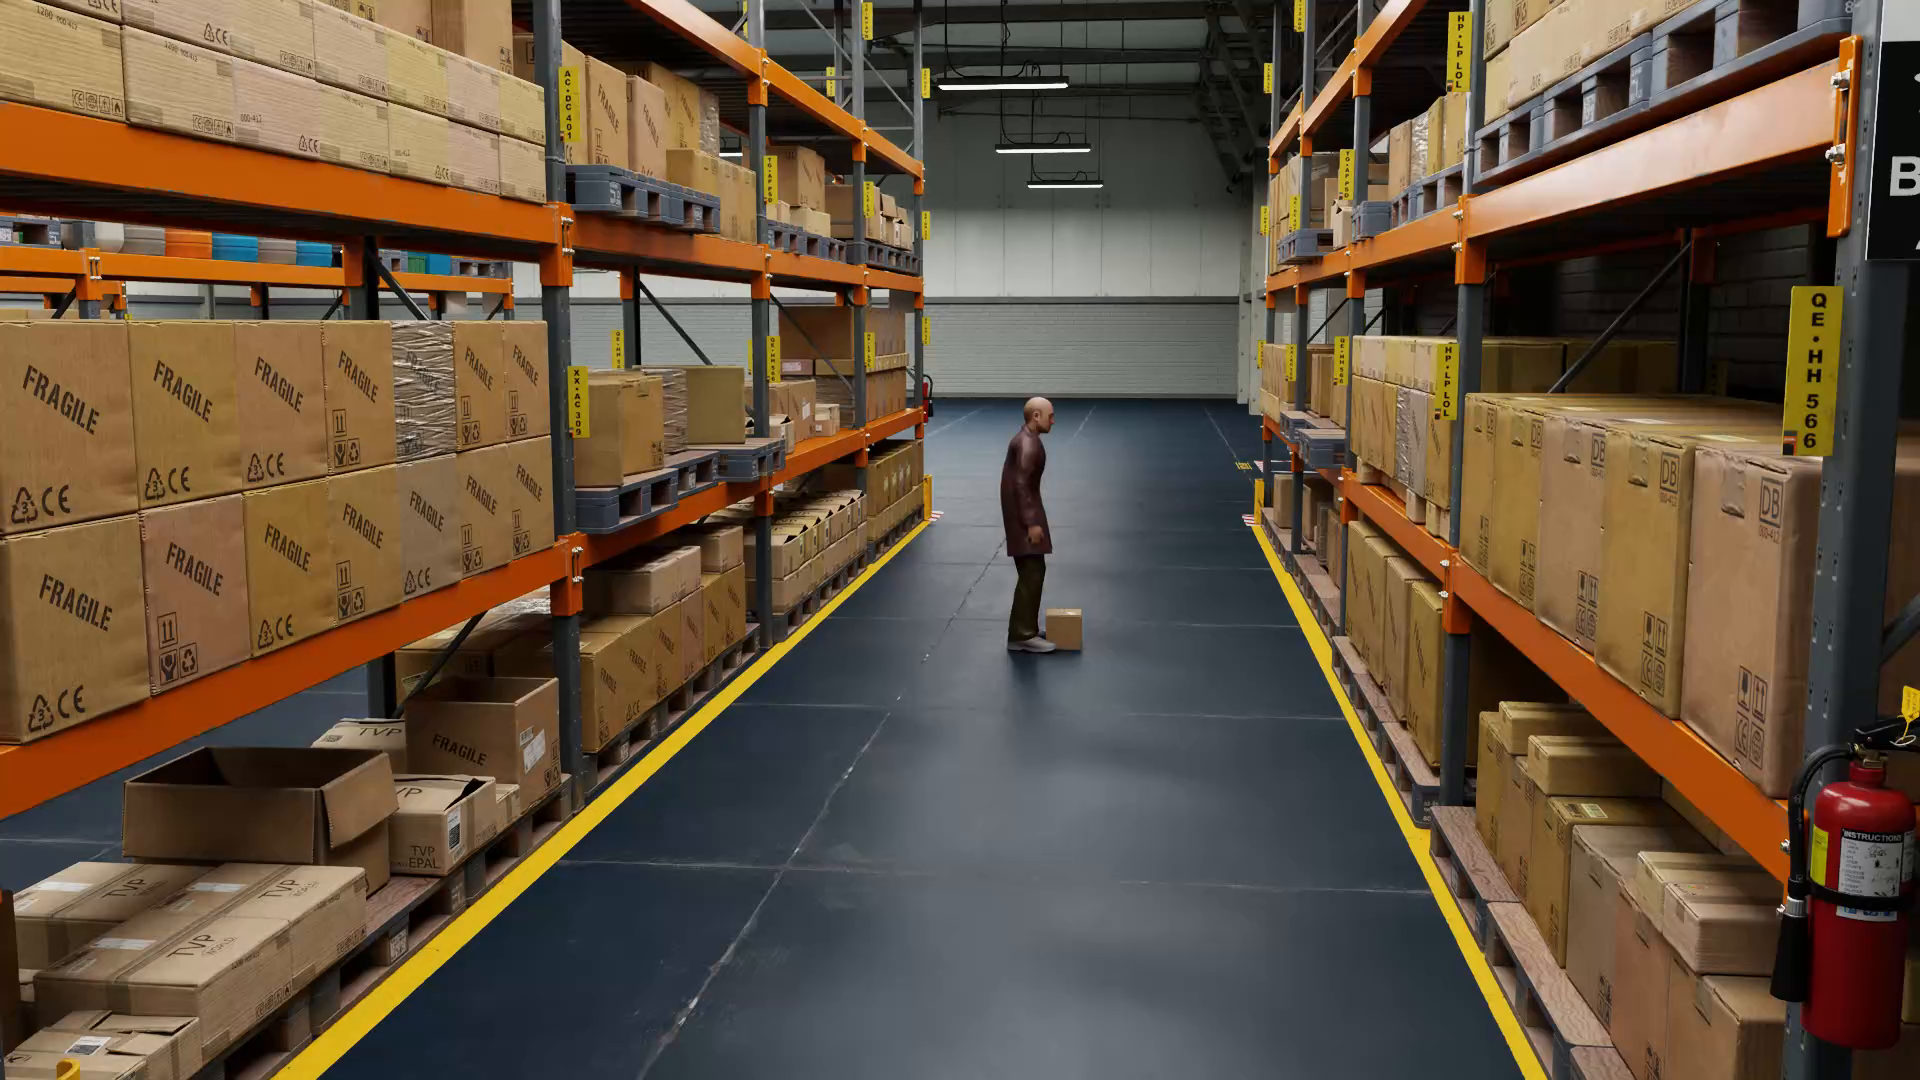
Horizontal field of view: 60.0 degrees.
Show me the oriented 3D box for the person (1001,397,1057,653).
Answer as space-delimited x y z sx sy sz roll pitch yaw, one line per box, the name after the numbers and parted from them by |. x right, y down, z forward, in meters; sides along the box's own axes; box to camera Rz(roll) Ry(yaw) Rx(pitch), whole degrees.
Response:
0.495 -0.123 11.784 0.416 1.774 0.653 1 7 5 | person
